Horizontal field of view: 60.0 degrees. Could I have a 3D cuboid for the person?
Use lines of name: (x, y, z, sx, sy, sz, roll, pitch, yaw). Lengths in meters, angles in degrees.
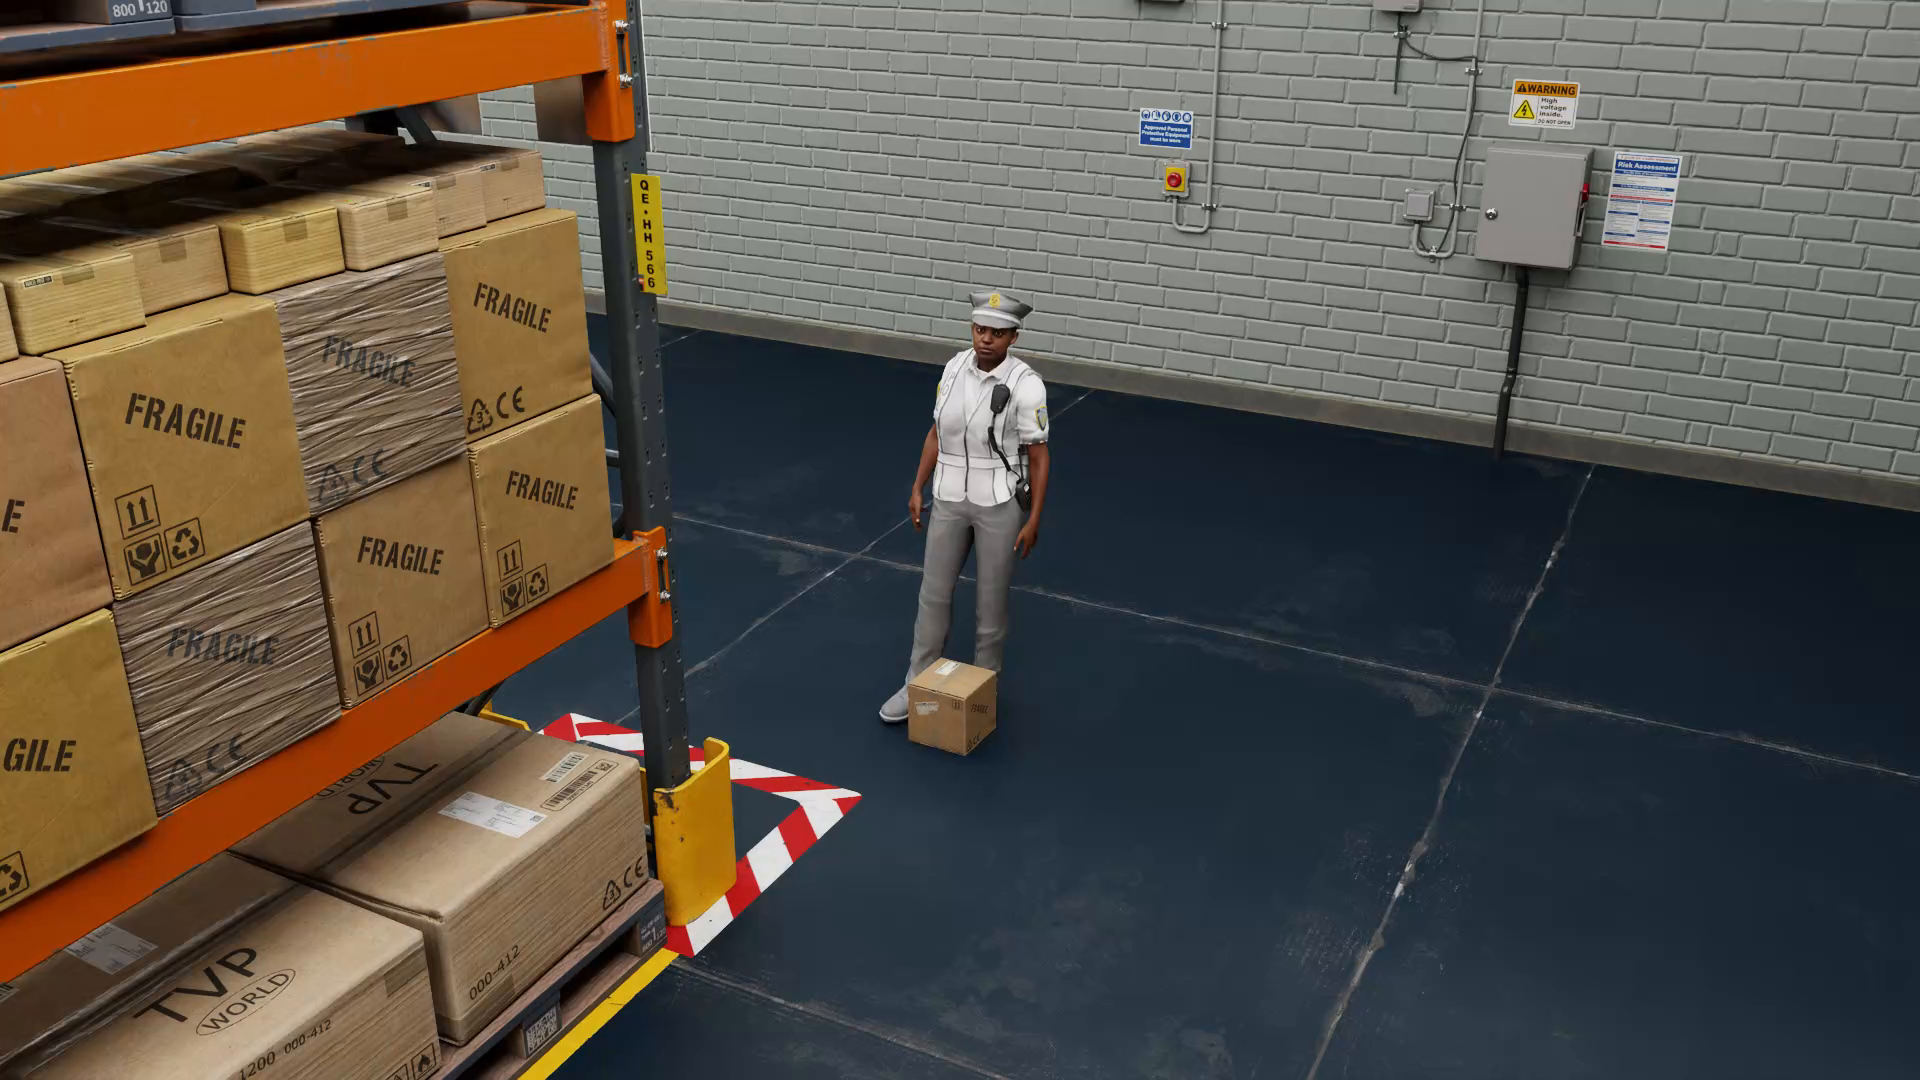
person: (0.032, -0.110, 6.291, 0.569, 1.694, 0.528, 11, 25, 25)
